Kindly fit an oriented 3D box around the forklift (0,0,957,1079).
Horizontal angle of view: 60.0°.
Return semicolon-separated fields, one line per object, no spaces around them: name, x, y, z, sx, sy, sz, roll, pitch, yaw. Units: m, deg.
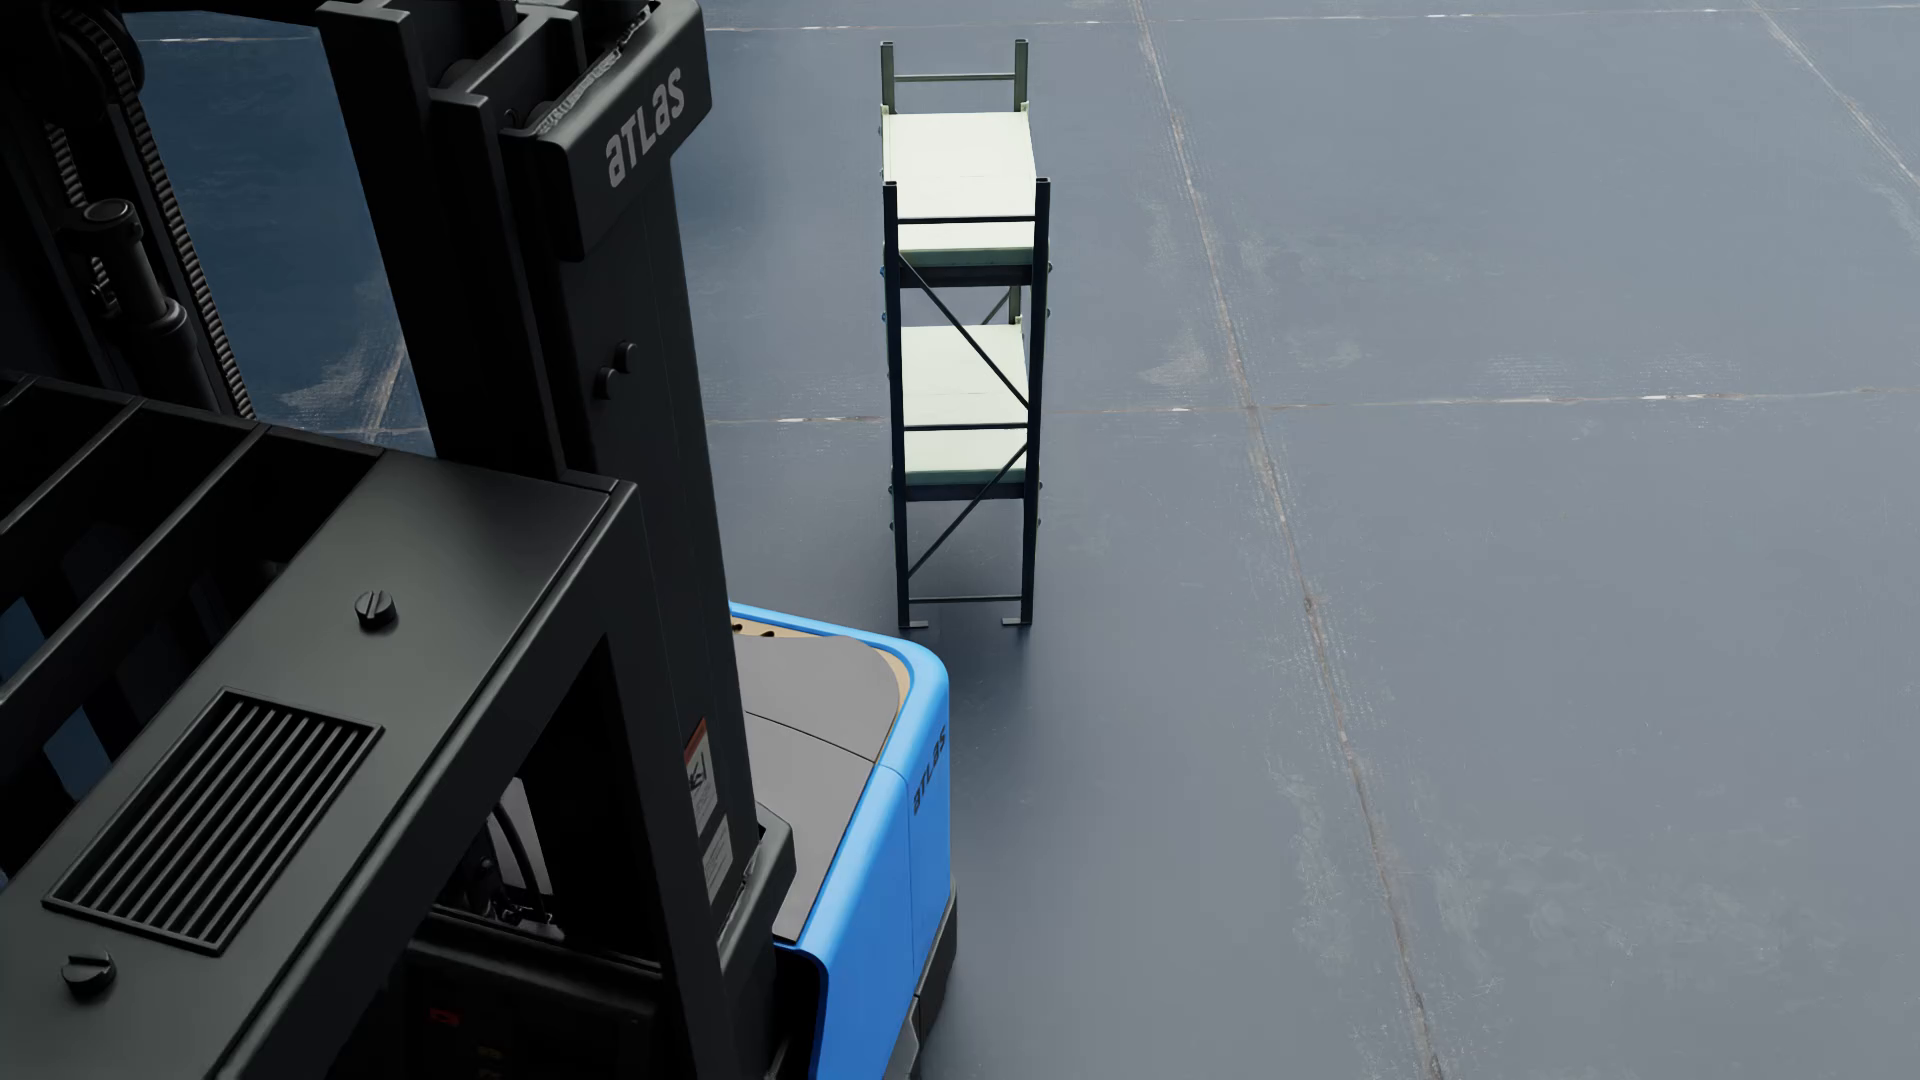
forklift;-0.921;0.793;2.215;1.130;2.935;3.031;12;44;12

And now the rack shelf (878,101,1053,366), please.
rack shelf;0.000;-0.836;4.475;0.431;0.370;0.720;-2;43;-2

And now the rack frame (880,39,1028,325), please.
rack frame;-0.015;-0.795;5.008;0.400;1.500;0.023;-2;43;-2

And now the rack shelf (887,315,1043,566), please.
rack shelf;0.000;-0.308;4.959;0.431;0.370;0.720;-2;43;-2

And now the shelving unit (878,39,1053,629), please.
shelving unit;0.000;-0.548;4.738;0.431;1.500;0.755;-2;43;-2

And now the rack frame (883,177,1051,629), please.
rack frame;0.016;-0.301;4.469;0.400;1.500;0.023;-2;43;-2
